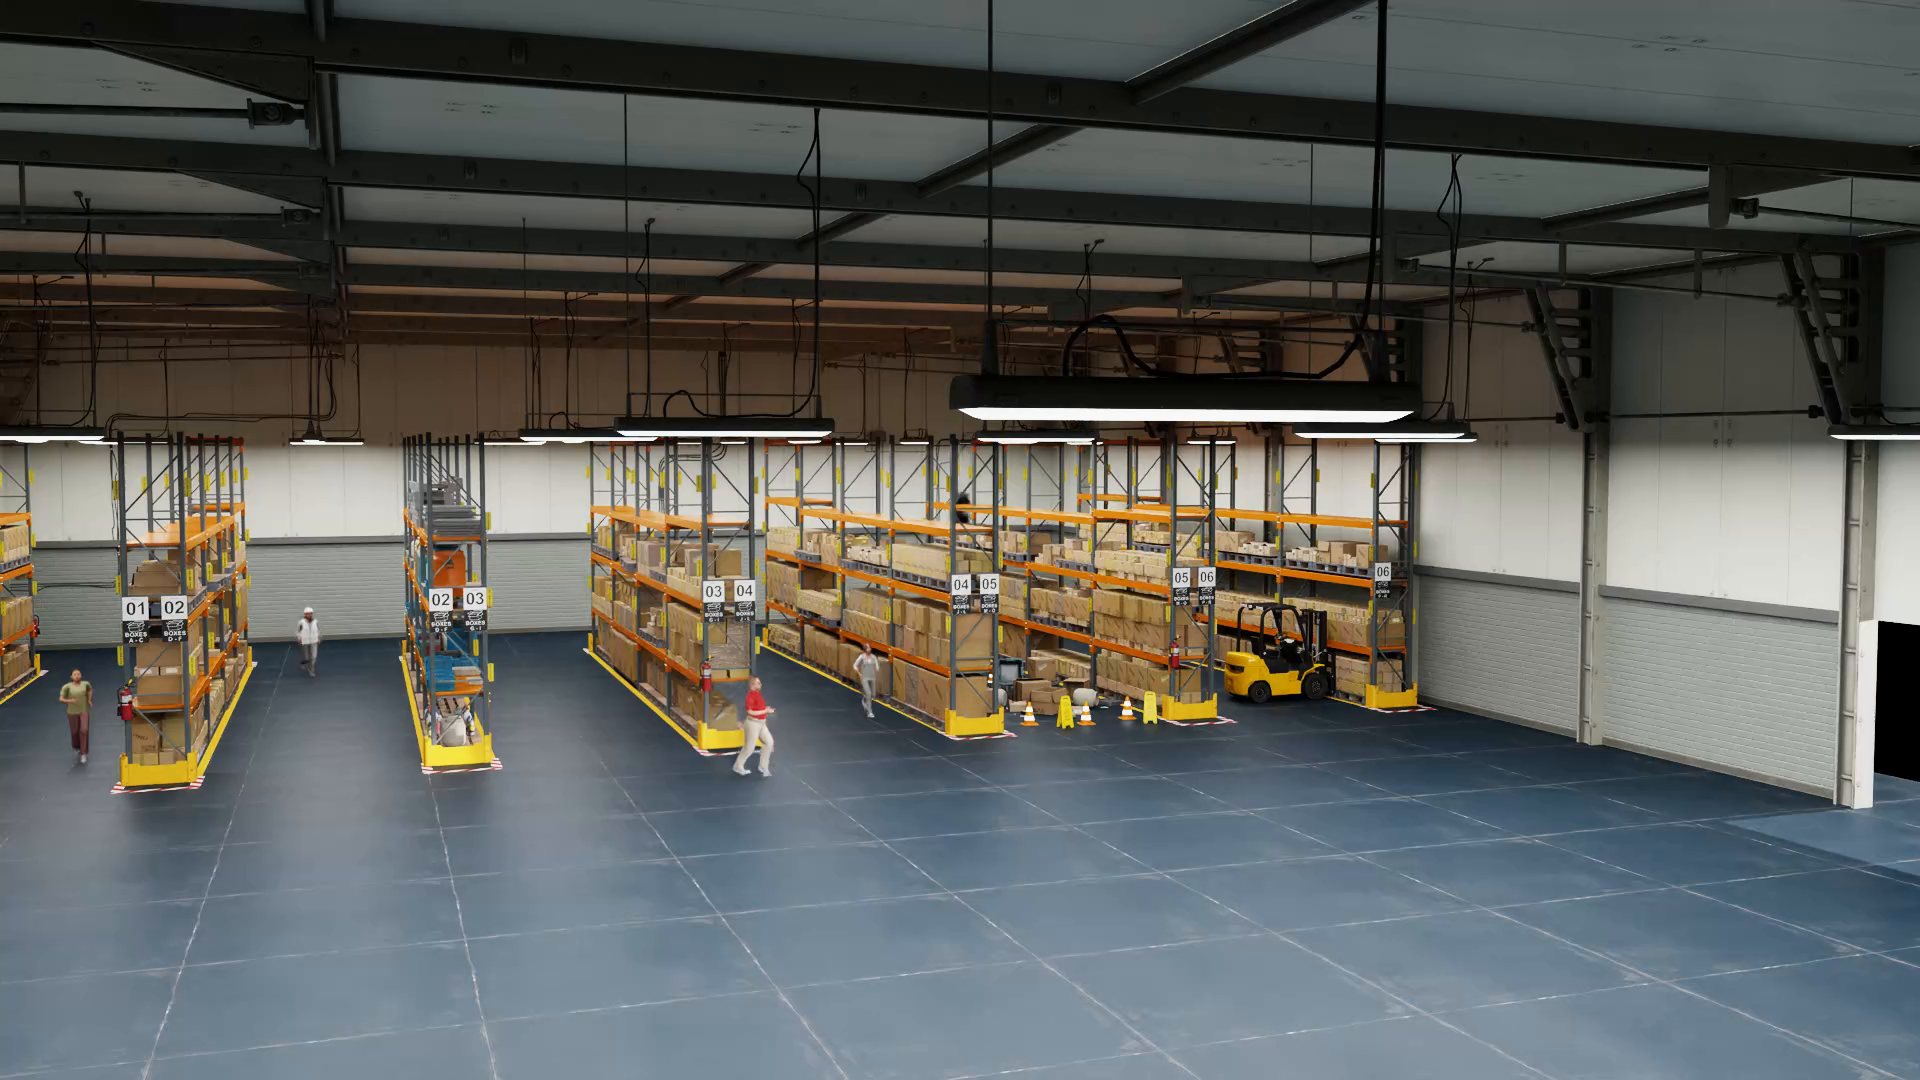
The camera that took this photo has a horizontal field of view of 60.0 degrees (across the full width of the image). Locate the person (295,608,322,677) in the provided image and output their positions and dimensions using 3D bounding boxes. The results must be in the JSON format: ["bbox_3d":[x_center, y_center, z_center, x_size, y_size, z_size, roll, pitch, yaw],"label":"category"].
[{"bbox_3d":[-16.350,2.552,41.723,0.654,1.732,0.738,-2,4,-35],"label":"person"}]

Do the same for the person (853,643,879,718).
[{"bbox_3d":[-1.985,2.984,35.421,0.547,1.545,0.755,-2,4,-27],"label":"person"}]

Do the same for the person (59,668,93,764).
[{"bbox_3d":[-16.147,3.184,30.412,0.564,1.696,0.927,-2,4,-32],"label":"person"}]

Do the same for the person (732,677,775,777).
[{"bbox_3d":[-3.553,3.277,28.861,0.778,1.800,0.640,1,3,14],"label":"person"}]
